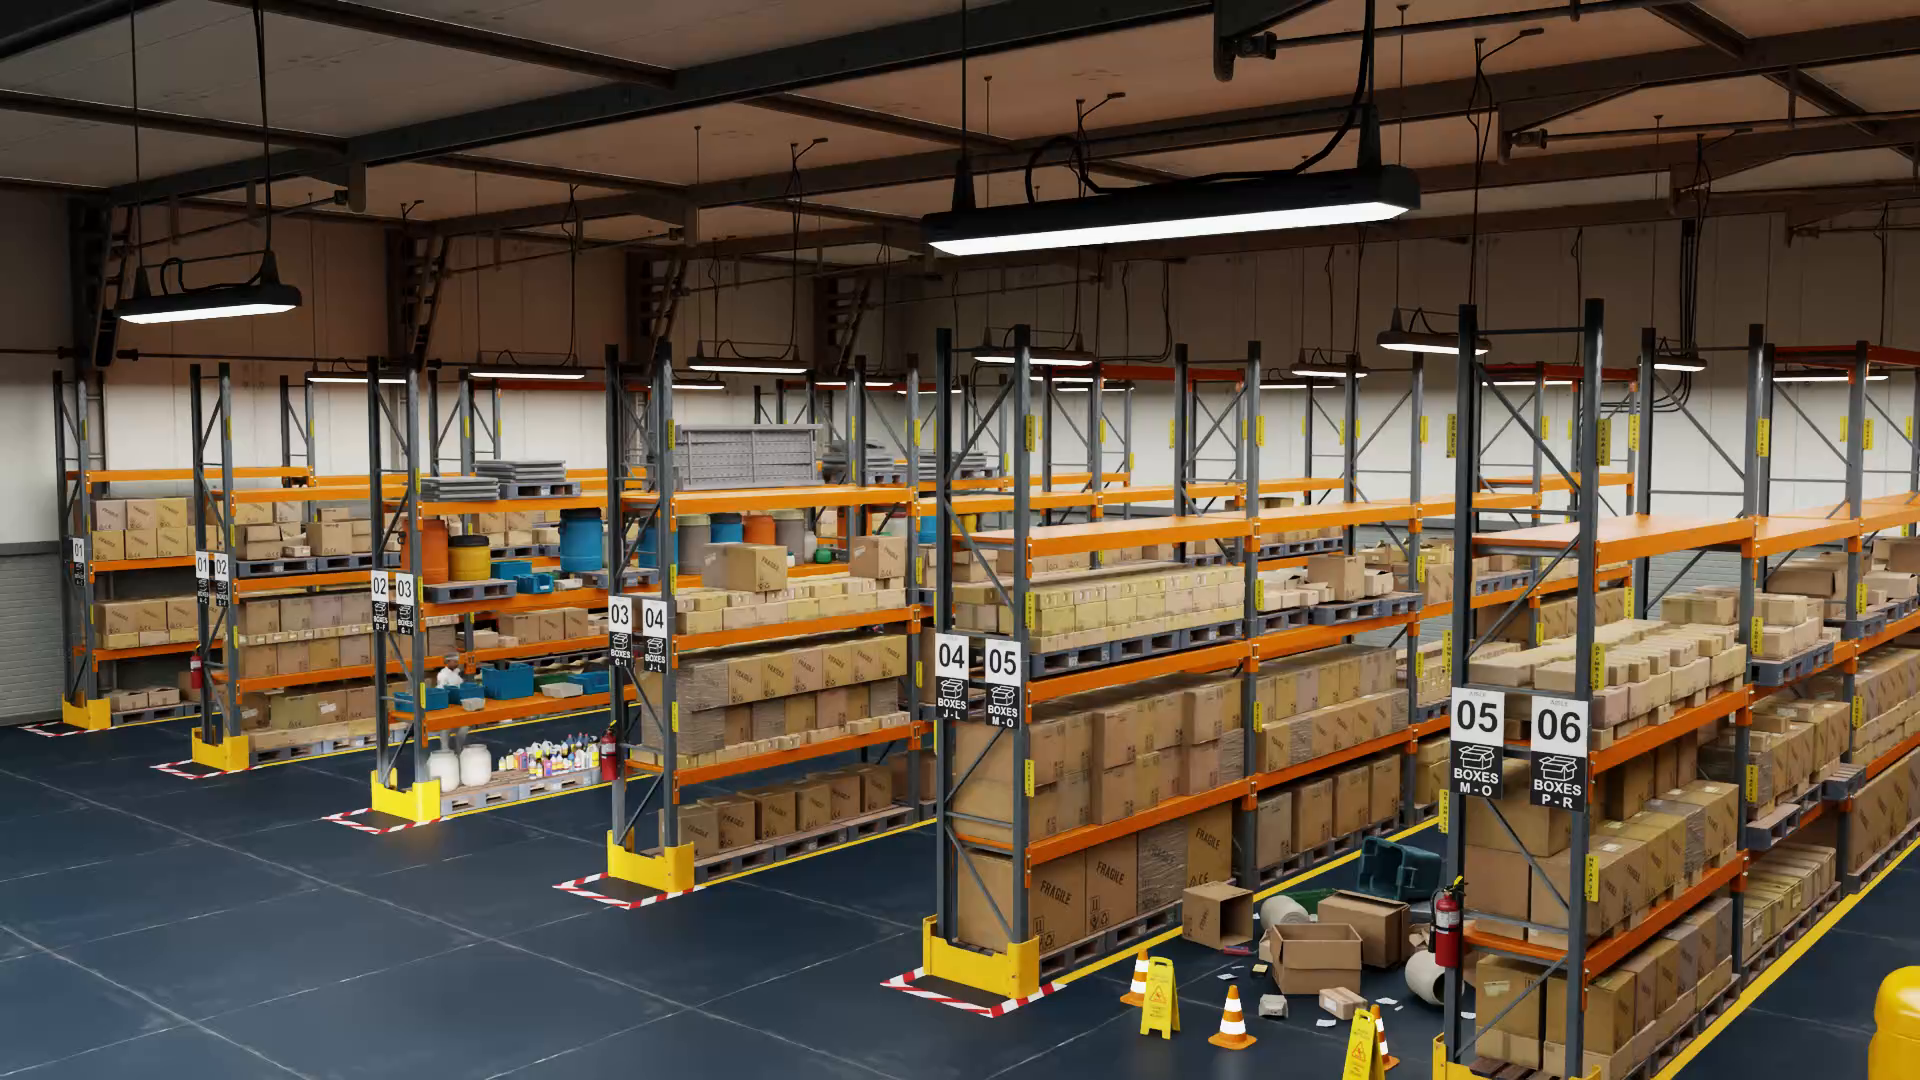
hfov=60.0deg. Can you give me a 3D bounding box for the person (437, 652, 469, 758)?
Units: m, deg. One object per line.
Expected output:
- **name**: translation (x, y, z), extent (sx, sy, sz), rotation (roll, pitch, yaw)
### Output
- **person**: translation (-7.677, 2.556, 25.104), extent (0.331, 1.753, 0.533), rotation (3, 5, 34)
